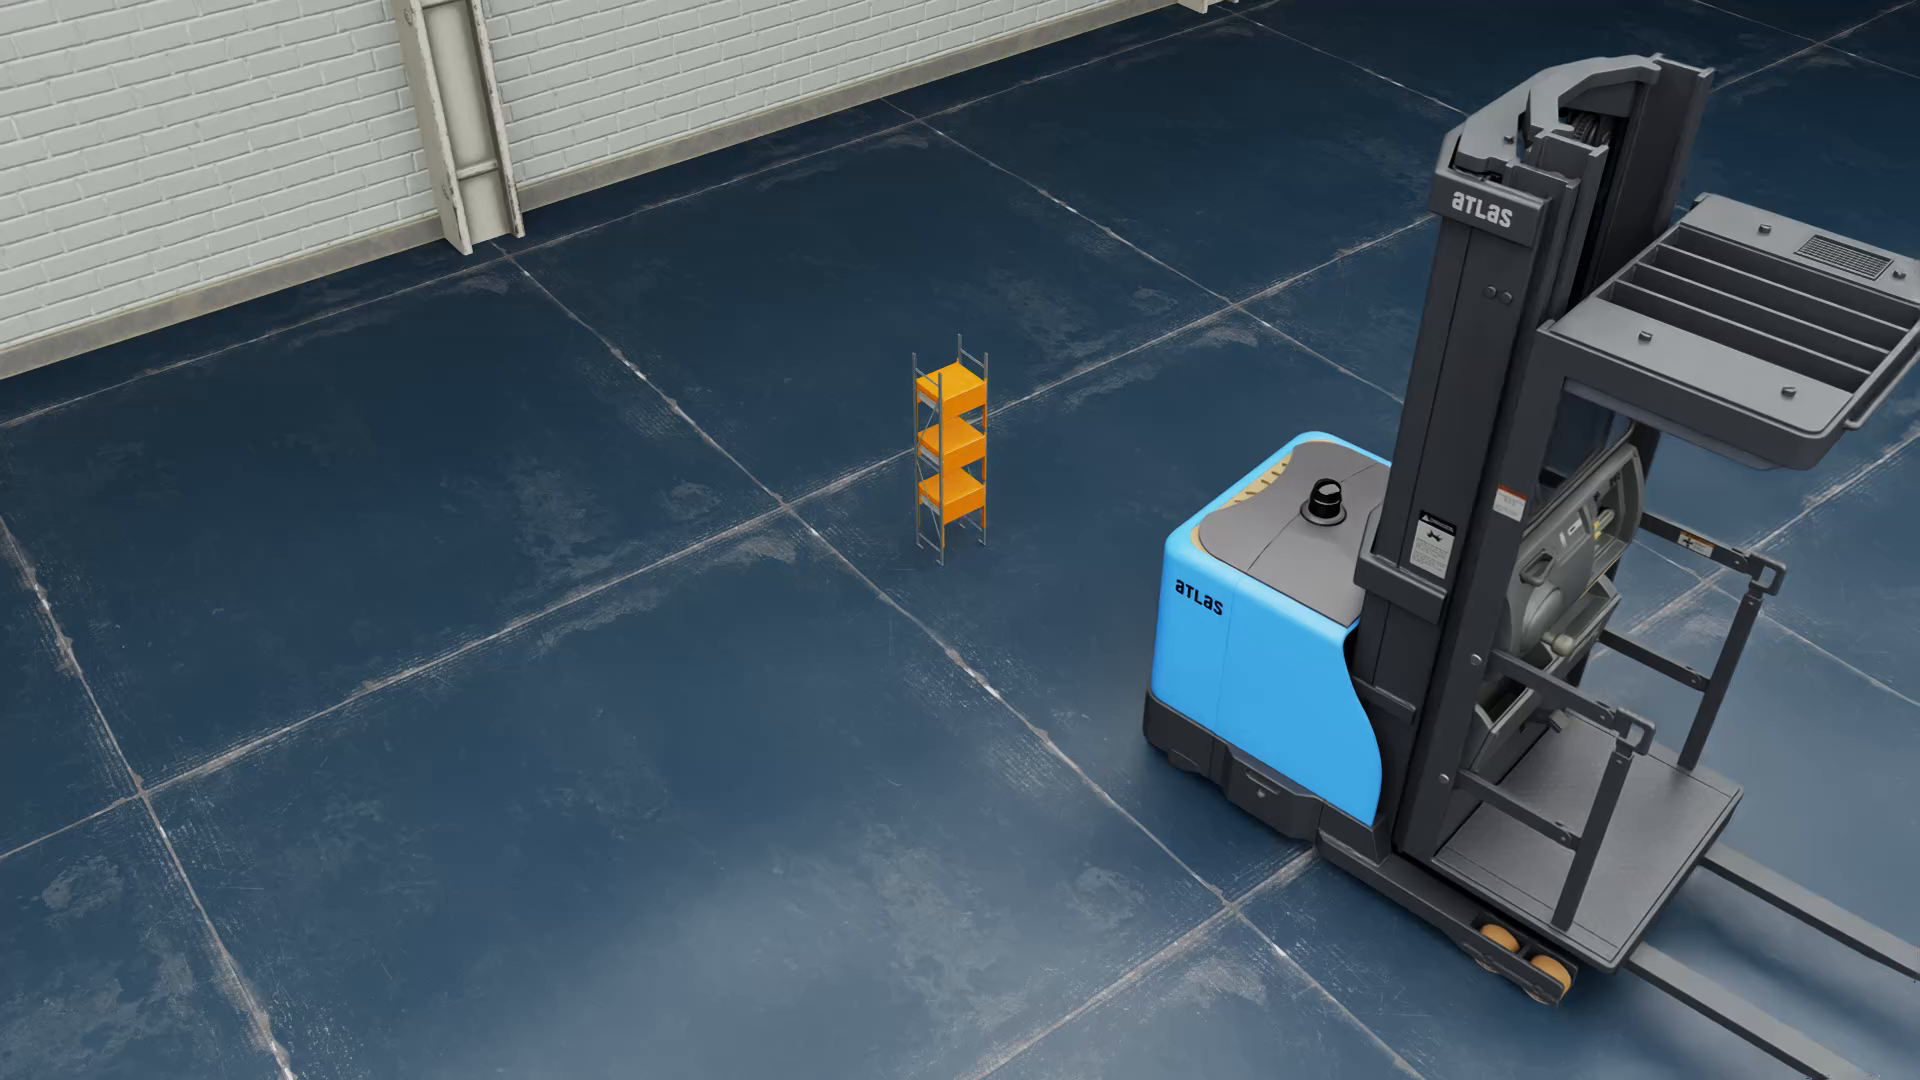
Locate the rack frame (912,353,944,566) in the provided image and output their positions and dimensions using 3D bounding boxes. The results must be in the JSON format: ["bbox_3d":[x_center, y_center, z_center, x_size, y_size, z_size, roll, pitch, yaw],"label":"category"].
[{"bbox_3d":[-0.139,-0.338,7.334,0.008,1.050,0.200,-26,46,-28],"label":"rack frame"}]

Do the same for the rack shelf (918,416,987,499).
[{"bbox_3d":[-0.042,-0.377,7.399,0.240,0.259,0.215,-26,46,-28],"label":"rack shelf"}]

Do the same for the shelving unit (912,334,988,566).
[{"bbox_3d":[-0.042,-0.385,7.392,0.252,1.050,0.215,-26,46,-28],"label":"shelving unit"}]

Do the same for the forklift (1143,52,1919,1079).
[{"bbox_3d":[2.162,0.098,5.319,3.031,2.935,1.130,30,48,32],"label":"forklift"}]

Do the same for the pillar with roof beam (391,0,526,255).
[{"bbox_3d":[-0.232,-3.144,4.487,0.400,9.000,9.100,-26,46,-28],"label":"pillar with roof beam"}]

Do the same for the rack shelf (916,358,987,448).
[{"bbox_3d":[-0.042,-0.596,7.219,0.240,0.259,0.215,-26,46,-28],"label":"rack shelf"}]

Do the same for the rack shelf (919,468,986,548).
[{"bbox_3d":[-0.042,-0.162,7.575,0.240,0.259,0.215,-26,46,-28],"label":"rack shelf"}]

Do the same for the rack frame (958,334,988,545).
[{"bbox_3d":[0.054,-0.432,7.449,0.008,1.050,0.200,-26,46,-28],"label":"rack frame"}]
